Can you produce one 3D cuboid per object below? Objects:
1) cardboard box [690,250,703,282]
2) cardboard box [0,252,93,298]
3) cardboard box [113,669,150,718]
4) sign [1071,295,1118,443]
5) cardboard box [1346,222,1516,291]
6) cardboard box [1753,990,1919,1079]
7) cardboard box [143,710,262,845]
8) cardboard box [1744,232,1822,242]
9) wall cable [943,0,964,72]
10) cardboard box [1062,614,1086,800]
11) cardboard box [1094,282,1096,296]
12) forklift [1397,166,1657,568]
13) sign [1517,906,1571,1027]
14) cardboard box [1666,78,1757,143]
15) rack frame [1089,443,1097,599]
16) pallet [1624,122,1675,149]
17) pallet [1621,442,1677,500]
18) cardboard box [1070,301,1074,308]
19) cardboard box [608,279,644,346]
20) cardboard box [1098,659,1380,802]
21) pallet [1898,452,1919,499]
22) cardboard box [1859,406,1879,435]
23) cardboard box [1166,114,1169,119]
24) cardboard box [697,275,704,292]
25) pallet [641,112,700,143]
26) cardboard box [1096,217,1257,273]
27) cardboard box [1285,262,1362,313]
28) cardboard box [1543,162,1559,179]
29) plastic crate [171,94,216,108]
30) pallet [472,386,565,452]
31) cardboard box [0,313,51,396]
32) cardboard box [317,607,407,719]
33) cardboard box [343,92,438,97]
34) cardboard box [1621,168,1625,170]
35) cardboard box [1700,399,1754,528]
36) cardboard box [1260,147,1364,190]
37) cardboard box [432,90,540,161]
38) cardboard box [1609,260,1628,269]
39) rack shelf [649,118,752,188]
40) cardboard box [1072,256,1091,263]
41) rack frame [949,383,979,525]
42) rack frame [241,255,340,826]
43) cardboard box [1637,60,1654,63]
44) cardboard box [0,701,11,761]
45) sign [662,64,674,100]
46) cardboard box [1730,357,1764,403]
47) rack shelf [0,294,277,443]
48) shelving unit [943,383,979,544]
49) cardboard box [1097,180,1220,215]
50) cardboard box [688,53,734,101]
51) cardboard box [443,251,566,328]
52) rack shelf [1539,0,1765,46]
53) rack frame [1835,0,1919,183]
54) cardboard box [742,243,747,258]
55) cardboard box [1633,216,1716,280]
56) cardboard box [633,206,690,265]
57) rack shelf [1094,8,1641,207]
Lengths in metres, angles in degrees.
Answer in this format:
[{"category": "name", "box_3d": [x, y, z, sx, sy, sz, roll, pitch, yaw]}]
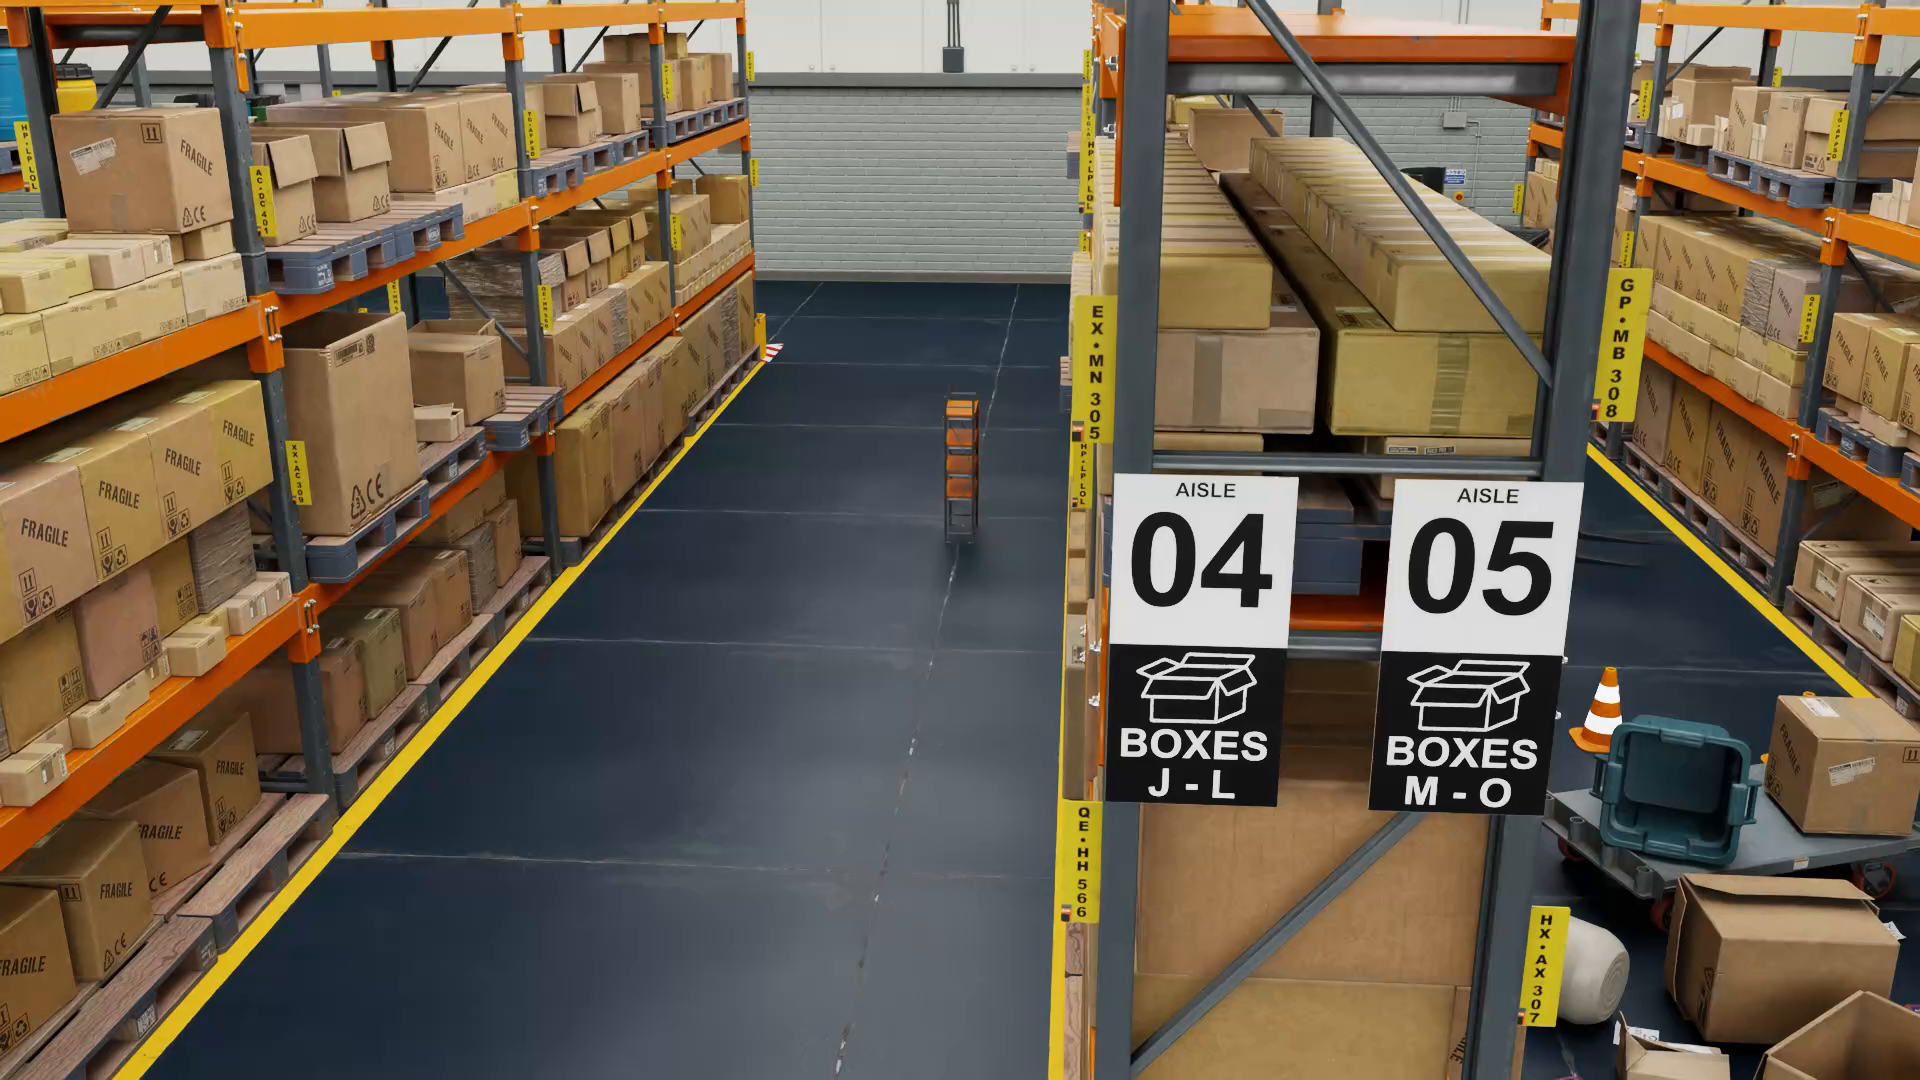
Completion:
[{"category": "cardboard box", "box_3d": [-2.908, -2.778, 16.848, 0.500, 0.250, 0.500, 1, 18, 4]}, {"category": "cardboard box", "box_3d": [-3.680, -1.040, 6.562, 0.380, 0.149, 0.250, 2, 18, 6]}, {"category": "cardboard box", "box_3d": [-3.678, 0.651, 7.024, 0.380, 0.149, 0.250, 1, 18, 4]}, {"category": "sign", "box_3d": [0.296, -0.370, 3.622, 0.100, 0.325, 0.005, 1, 18, 4]}, {"category": "cardboard box", "box_3d": [1.214, -0.731, 4.306, 0.380, 0.149, 0.250, 1, 18, 3]}, {"category": "cardboard box", "box_3d": [3.381, 2.119, 6.149, 0.797, 0.503, 0.637, -13, 22, -34]}, {"category": "cardboard box", "box_3d": [-3.886, 1.182, 8.337, 0.500, 0.500, 0.500, 1, 18, 2]}, {"category": "cardboard box", "box_3d": [6.774, -2.253, 13.715, 0.500, 0.500, 0.500, 2, 18, 6]}, {"category": "wall cable", "box_3d": [0.886, -9.715, 23.453, 2.277, 5.999, 0.120, 1, 18, 4]}, {"category": "cardboard box", "box_3d": [1.078, 0.888, 8.835, 1.050, 0.750, 0.750, 1, 18, 4]}, {"category": "cardboard box", "box_3d": [0.668, -0.839, 5.918, 0.380, 0.149, 0.250, 1, 18, 4]}, {"category": "forklift", "box_3d": [3.821, -1.306, 12.700, 3.031, 2.935, 1.130, 10, 21, 27]}, {"category": "sign", "box_3d": [1.389, 1.020, 3.974, 0.100, 0.325, 0.005, 1, 18, 4]}, {"category": "cardboard box", "box_3d": [6.288, -3.598, 13.934, 0.500, 0.500, 0.500, 1, 18, 3]}, {"category": "rack frame", "box_3d": [1.123, 0.213, 7.956, 1.000, 3.000, 0.127, 1, 18, 4]}, {"category": "pallet", "box_3d": [6.710, -3.830, 15.619, 1.003, 0.211, 1.213, 1, 18, 4]}, {"category": "pallet", "box_3d": [6.661, -0.626, 14.995, 1.003, 0.211, 1.213, 1, 18, 4]}, {"category": "cardboard box", "box_3d": [1.026, -1.714, 12.610, 0.380, 0.149, 0.250, 2, 18, 6]}, {"category": "cardboard box", "box_3d": [-3.078, -1.994, 14.531, 0.500, 0.500, 0.500, 1, 18, 3]}, {"category": "cardboard box", "box_3d": [0.849, 0.584, 4.850, 0.875, 0.550, 0.550, 1, 18, 4]}, {"category": "pallet", "box_3d": [6.253, -0.243, 9.657, 1.003, 0.211, 1.213, 1, 18, 4]}, {"category": "cardboard box", "box_3d": [6.026, -0.763, 10.662, 0.380, 0.149, 0.250, 0, 18, 0]}, {"category": "cardboard box", "box_3d": [1.775, -2.985, 12.737, 0.500, 0.500, 0.500, 1, 18, 4]}, {"category": "cardboard box", "box_3d": [-2.836, -2.624, 17.017, 0.380, 0.149, 0.250, 1, 18, 2]}, {"category": "pallet", "box_3d": [-3.175, -4.051, 16.294, 1.003, 0.211, 1.213, 1, 18, 4]}, {"category": "cardboard box", "box_3d": [0.703, -0.913, 5.504, 0.500, 0.250, 0.500, 1, 18, 4]}, {"category": "cardboard box", "box_3d": [1.162, -0.589, 4.515, 0.500, 0.250, 0.500, 1, 18, 3]}, {"category": "cardboard box", "box_3d": [6.545, -4.001, 18.007, 0.380, 0.149, 0.250, 2, 18, 6]}, {"category": "plastic crate", "box_3d": [-8.281, -4.694, 18.214, 0.504, 0.338, 0.767, 1, 18, 4]}, {"category": "pallet", "box_3d": [-3.475, -0.857, 11.528, 1.213, 0.211, 1.003, 1, 18, 4]}, {"category": "cardboard box", "box_3d": [-3.709, -0.661, 6.046, 0.500, 0.250, 0.500, 2, 18, 6]}, {"category": "cardboard box", "box_3d": [-3.699, 0.712, 9.742, 0.700, 0.500, 0.500, 1, 18, 4]}, {"category": "cardboard box", "box_3d": [-3.821, -2.742, 11.193, 0.500, 0.500, 0.500, 1, 18, 4]}, {"category": "cardboard box", "box_3d": [7.024, -3.832, 17.491, 0.380, 0.149, 0.250, 1, 18, 3]}, {"category": "cardboard box", "box_3d": [6.555, -0.630, 13.266, 0.875, 0.875, 0.875, 2, 18, 5]}, {"category": "cardboard box", "box_3d": [1.378, -1.442, 6.477, 0.380, 0.149, 0.250, 1, 18, 4]}, {"category": "cardboard box", "box_3d": [-3.559, -3.037, 12.216, 0.797, 0.503, 0.637, 2, 18, 7]}, {"category": "cardboard box", "box_3d": [6.419, -2.390, 15.739, 0.500, 0.500, 0.500, 1, 18, 4]}, {"category": "rack shelf", "box_3d": [-3.100, -4.119, 17.513, 1.077, 0.370, 4.000, 1, 18, 4]}, {"category": "cardboard box", "box_3d": [1.195, -2.436, 14.813, 0.380, 0.149, 0.250, 2, 18, 5]}, {"category": "rack frame", "box_3d": [0.029, -0.697, 13.624, 0.240, 1.200, 0.015, 1, 18, 4]}, {"category": "rack frame", "box_3d": [-3.817, 0.071, 8.390, 1.000, 3.000, 0.127, 1, 18, 4]}, {"category": "cardboard box", "box_3d": [6.633, -4.532, 16.624, 0.500, 0.500, 0.500, 2, 18, 5]}, {"category": "cardboard box", "box_3d": [-4.042, 0.642, 6.009, 0.875, 0.500, 0.500, 1, 18, 4]}, {"category": "sign", "box_3d": [-2.702, -4.225, 15.348, 0.100, 0.325, 0.005, 1, 18, 4]}, {"category": "cardboard box", "box_3d": [6.152, -1.201, 12.512, 0.500, 0.250, 0.500, 2, 18, 5]}, {"category": "rack shelf", "box_3d": [-3.961, -0.392, 6.139, 1.077, 0.370, 4.000, 1, 18, 4]}, {"category": "shelving unit", "box_3d": [0.012, -0.622, 13.393, 0.258, 1.200, 0.503, 1, 18, 4]}, {"category": "cardboard box", "box_3d": [0.631, -1.063, 5.320, 0.380, 0.149, 0.250, 1, 18, 4]}, {"category": "cardboard box", "box_3d": [-2.941, -5.213, 18.704, 0.700, 0.500, 0.500, 0, 18, 1]}, {"category": "cardboard box", "box_3d": [-3.462, -1.922, 12.701, 0.797, 0.503, 0.637, 2, 18, 6]}, {"category": "rack shelf", "box_3d": [6.784, -5.133, 16.433, 1.077, 0.370, 4.000, 1, 18, 4]}, {"category": "rack frame", "box_3d": [6.354, -3.801, 10.572, 1.000, 3.000, 0.127, 1, 18, 4]}, {"category": "cardboard box", "box_3d": [-2.671, -3.338, 19.196, 0.380, 0.149, 0.250, 1, 18, 4]}, {"category": "cardboard box", "box_3d": [6.323, -2.585, 14.729, 0.500, 0.500, 0.500, 1, 18, 5]}, {"category": "cardboard box", "box_3d": [-2.954, -2.983, 16.269, 0.500, 0.500, 0.500, 1, 18, 4]}, {"category": "rack shelf", "box_3d": [0.979, -1.485, 5.300, 1.077, 0.370, 4.000, 1, 18, 4]}]
